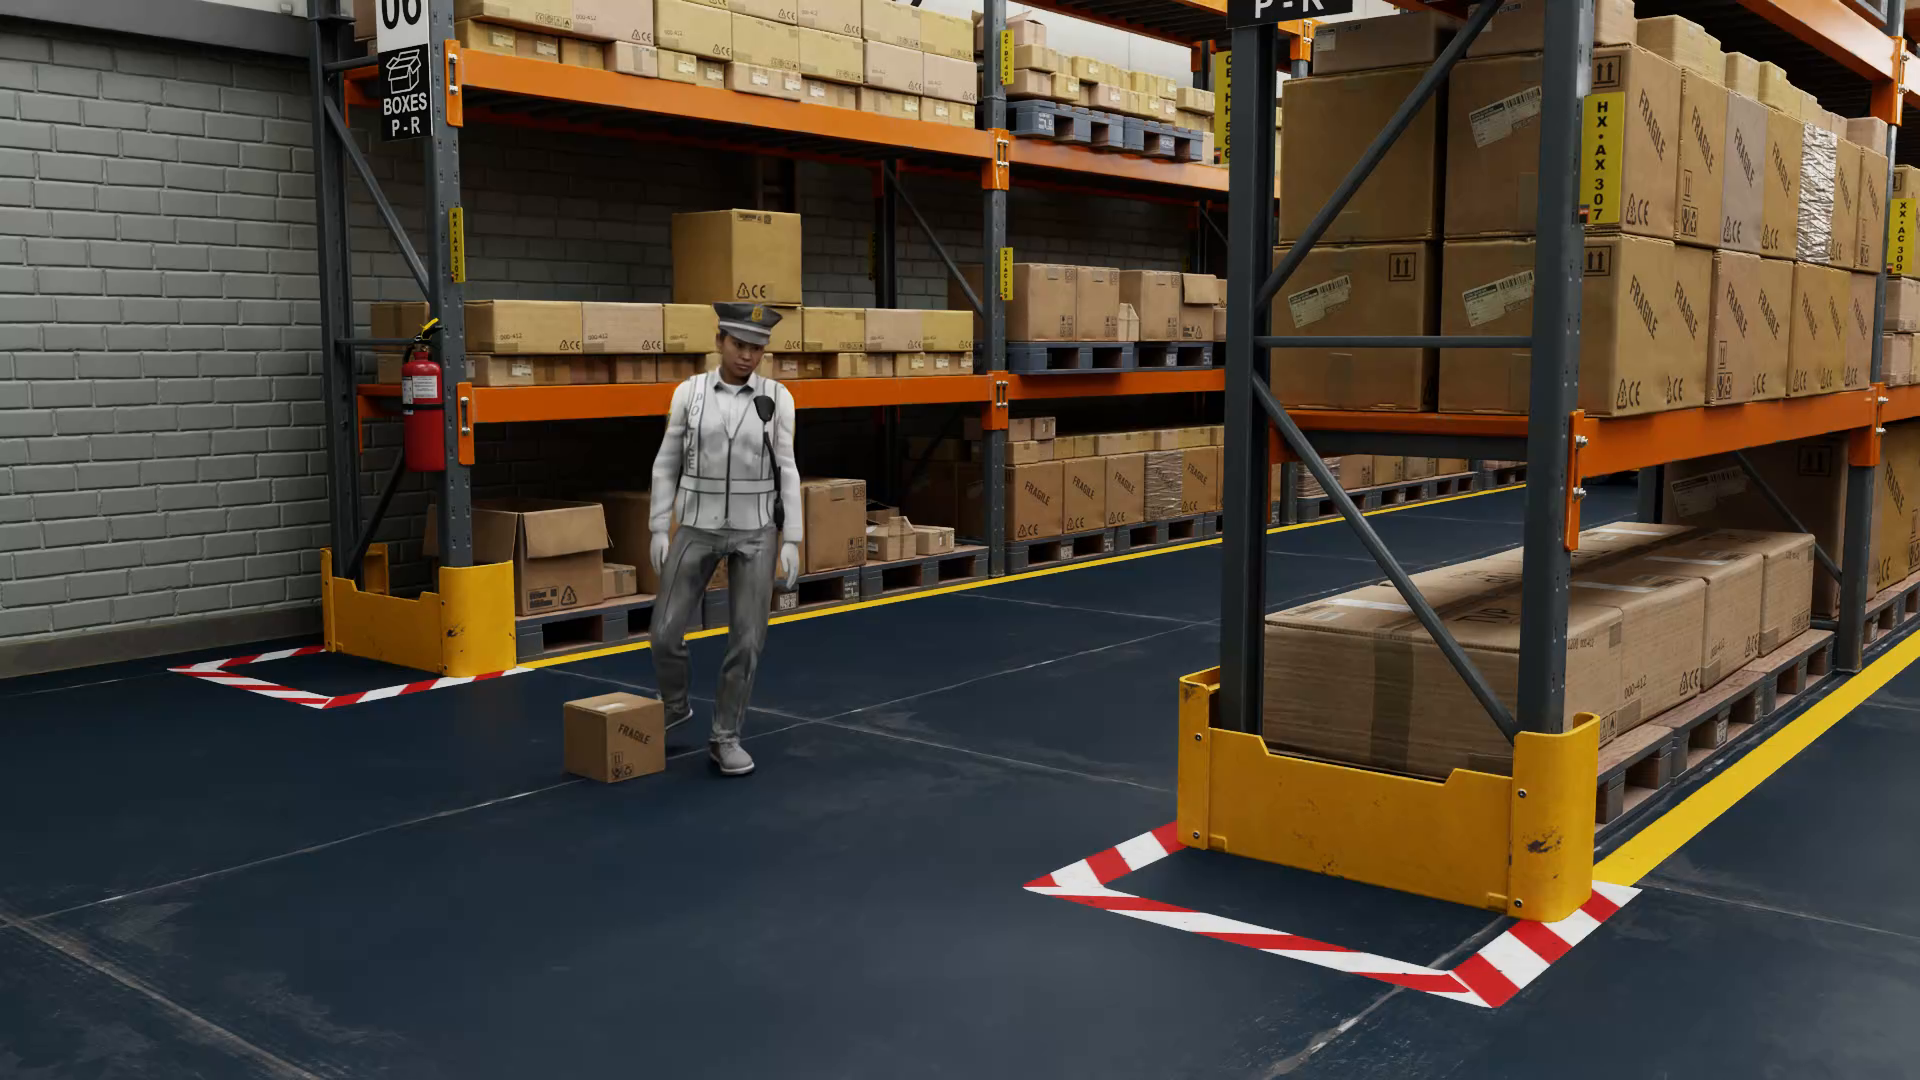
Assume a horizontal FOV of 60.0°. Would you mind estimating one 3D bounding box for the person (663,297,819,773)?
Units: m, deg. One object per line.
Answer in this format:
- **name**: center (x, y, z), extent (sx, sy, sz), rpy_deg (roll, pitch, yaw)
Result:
- **person**: center (-0.819, -0.009, 5.813), extent (0.632, 1.642, 0.487), rpy_deg (-2, 7, -15)
